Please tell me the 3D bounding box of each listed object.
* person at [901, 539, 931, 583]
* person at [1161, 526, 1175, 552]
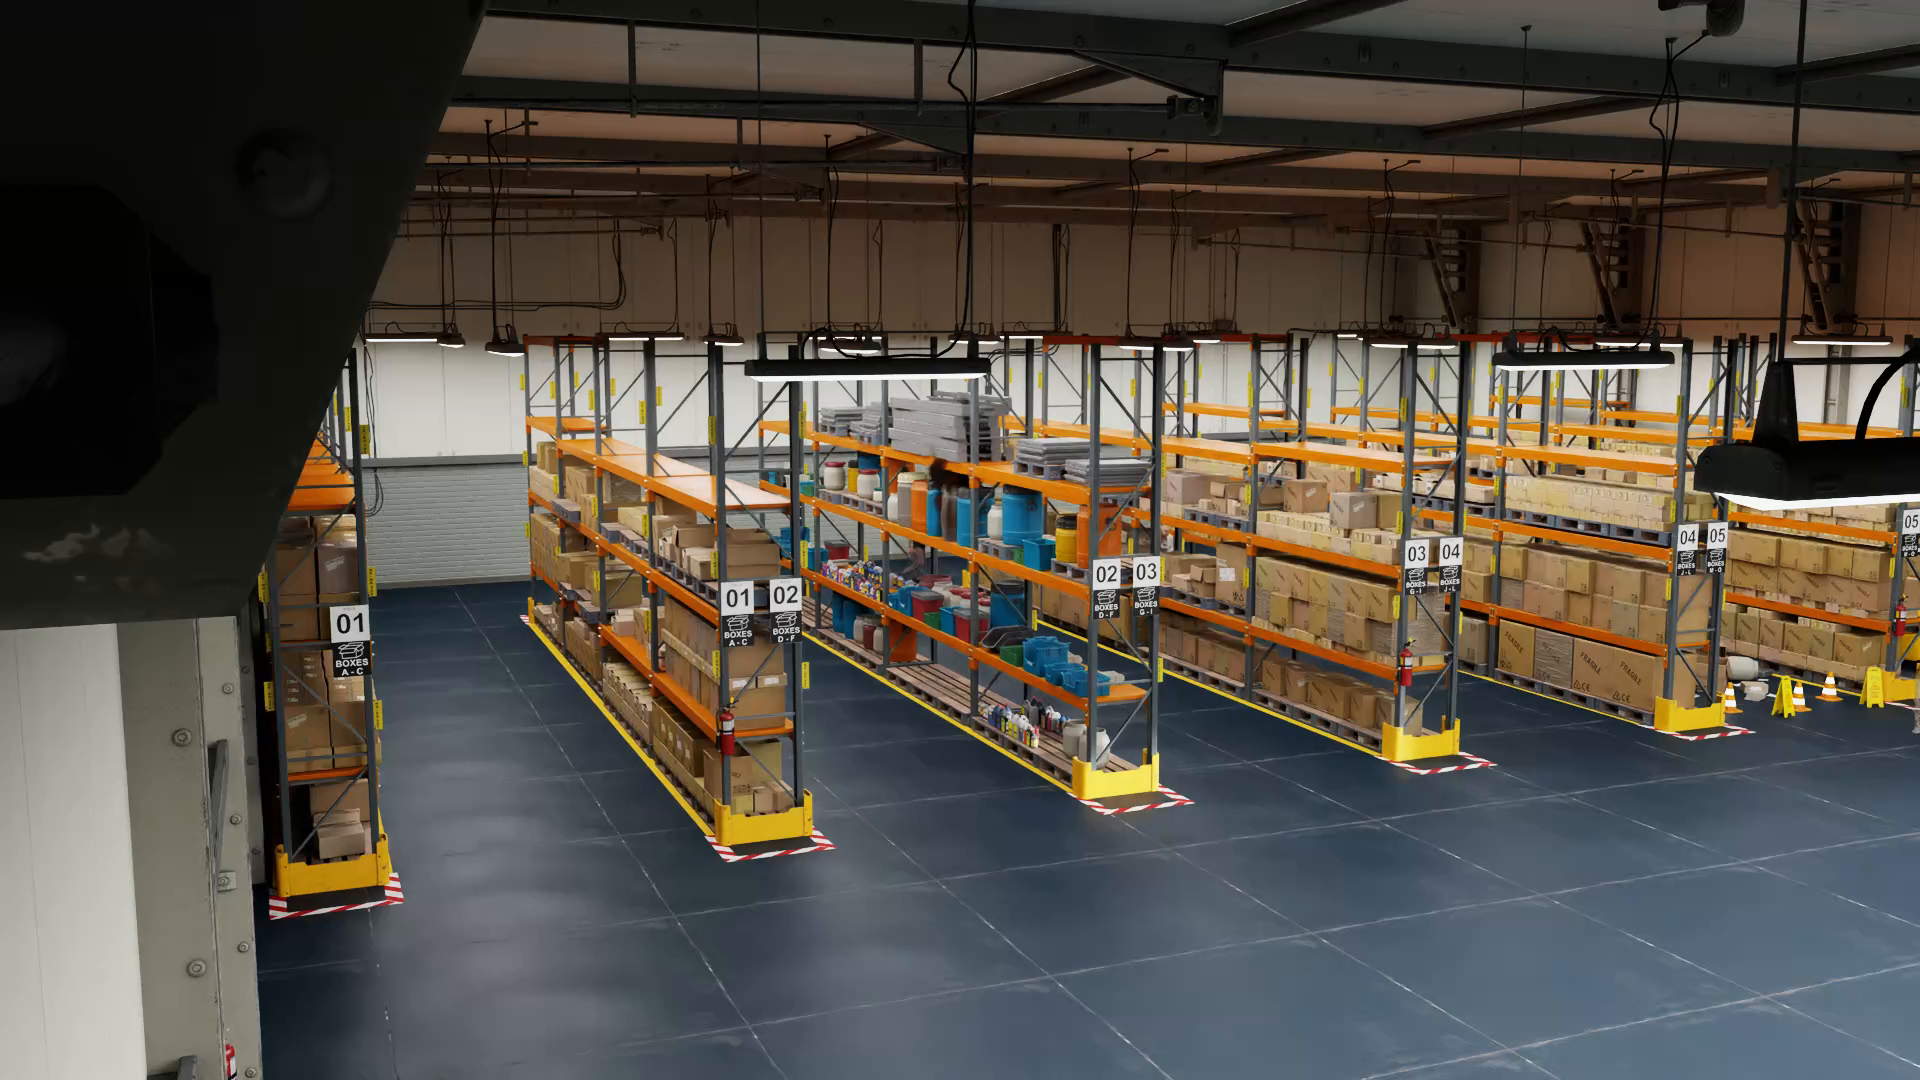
[{"bbox_3d":[-1.053,0.204,39.903,0.647,1.716,0.693,2,8,15],"label":"person"},{"bbox_3d":[4.517,0.500,37.664,0.696,1.711,0.793,-4,9,-27],"label":"person"}]
